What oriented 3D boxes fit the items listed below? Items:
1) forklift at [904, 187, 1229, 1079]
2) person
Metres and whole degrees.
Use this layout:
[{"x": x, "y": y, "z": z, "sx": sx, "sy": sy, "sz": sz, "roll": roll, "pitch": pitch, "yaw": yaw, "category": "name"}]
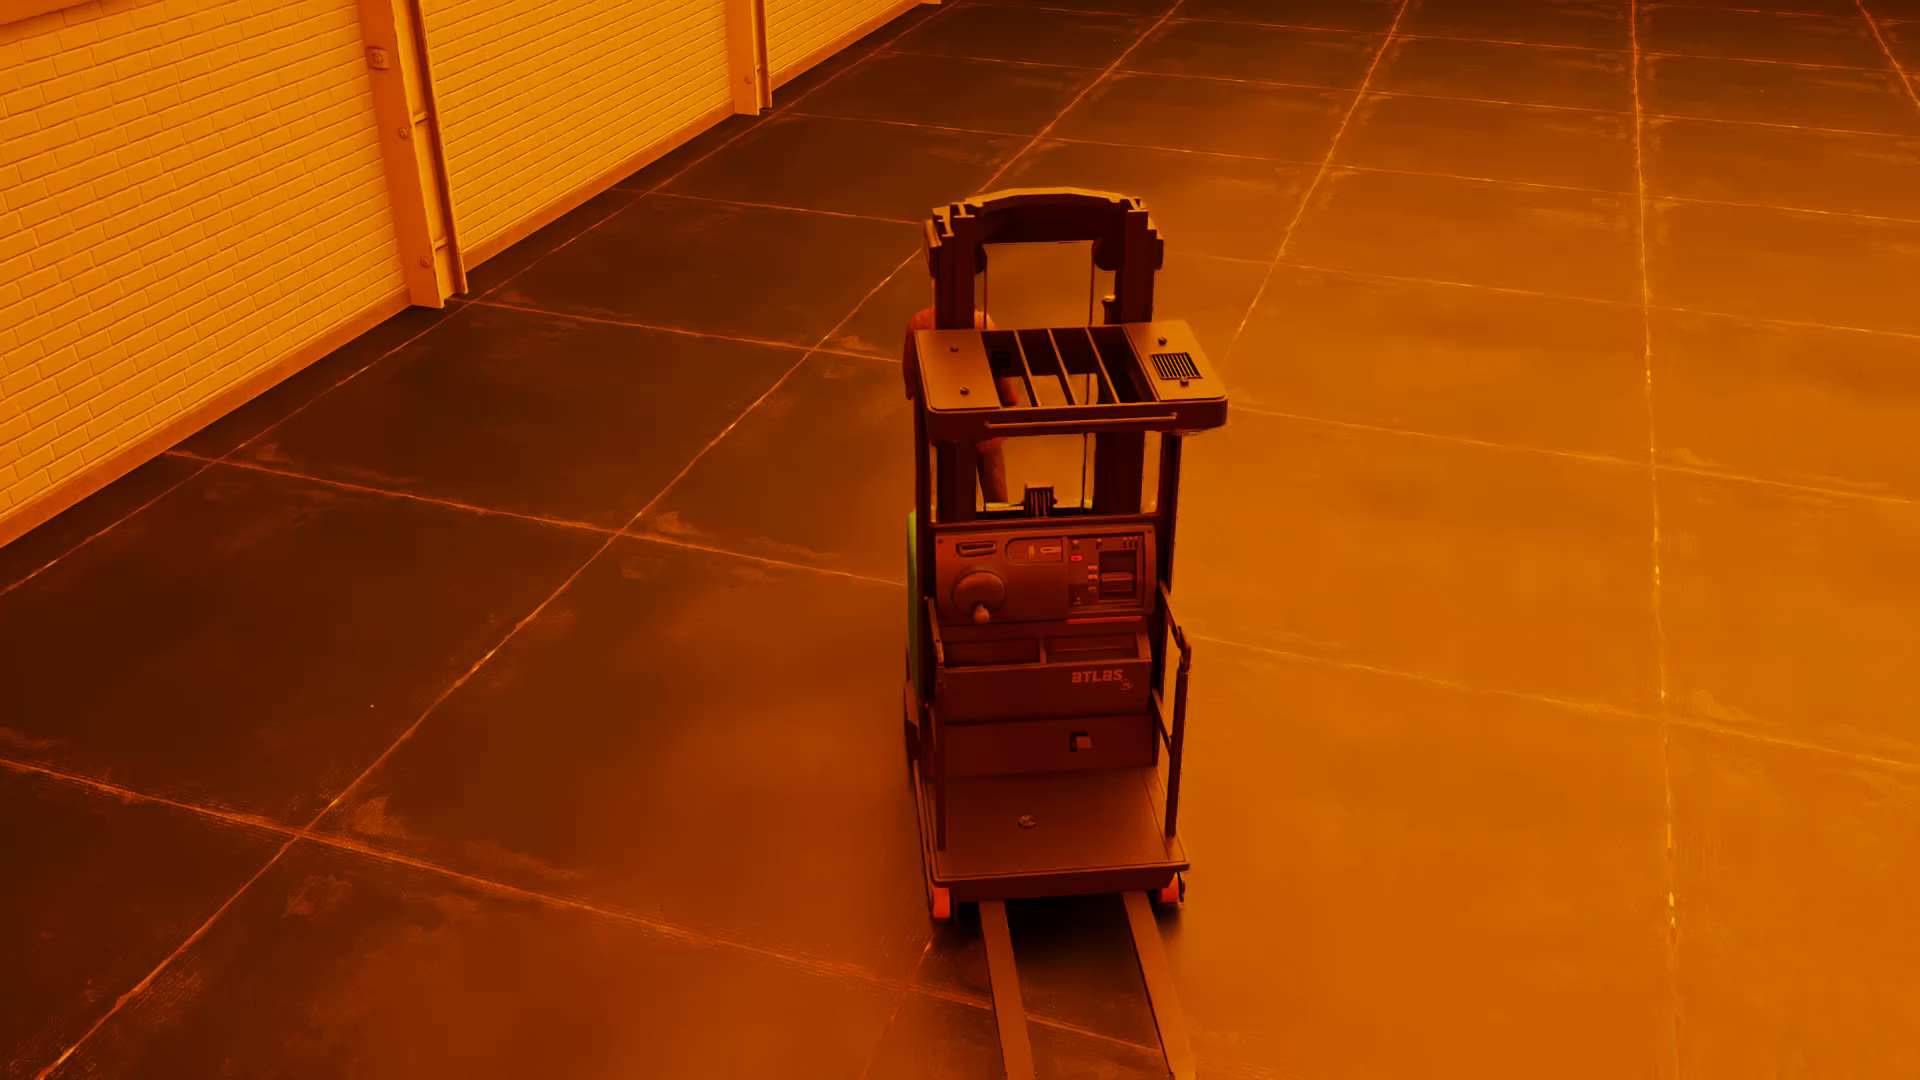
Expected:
[{"x": 0.384, "y": 0.191, "z": 6.801, "sx": 1.130, "sy": 2.935, "sz": 3.031, "roll": -3, "pitch": 30, "yaw": -5, "category": "forklift"}, {"x": 0.034, "y": -0.820, "z": 9.725, "sx": 0.694, "sy": 1.776, "sz": 0.582, "roll": 10, "pitch": 31, "yaw": 16, "category": "person"}]
